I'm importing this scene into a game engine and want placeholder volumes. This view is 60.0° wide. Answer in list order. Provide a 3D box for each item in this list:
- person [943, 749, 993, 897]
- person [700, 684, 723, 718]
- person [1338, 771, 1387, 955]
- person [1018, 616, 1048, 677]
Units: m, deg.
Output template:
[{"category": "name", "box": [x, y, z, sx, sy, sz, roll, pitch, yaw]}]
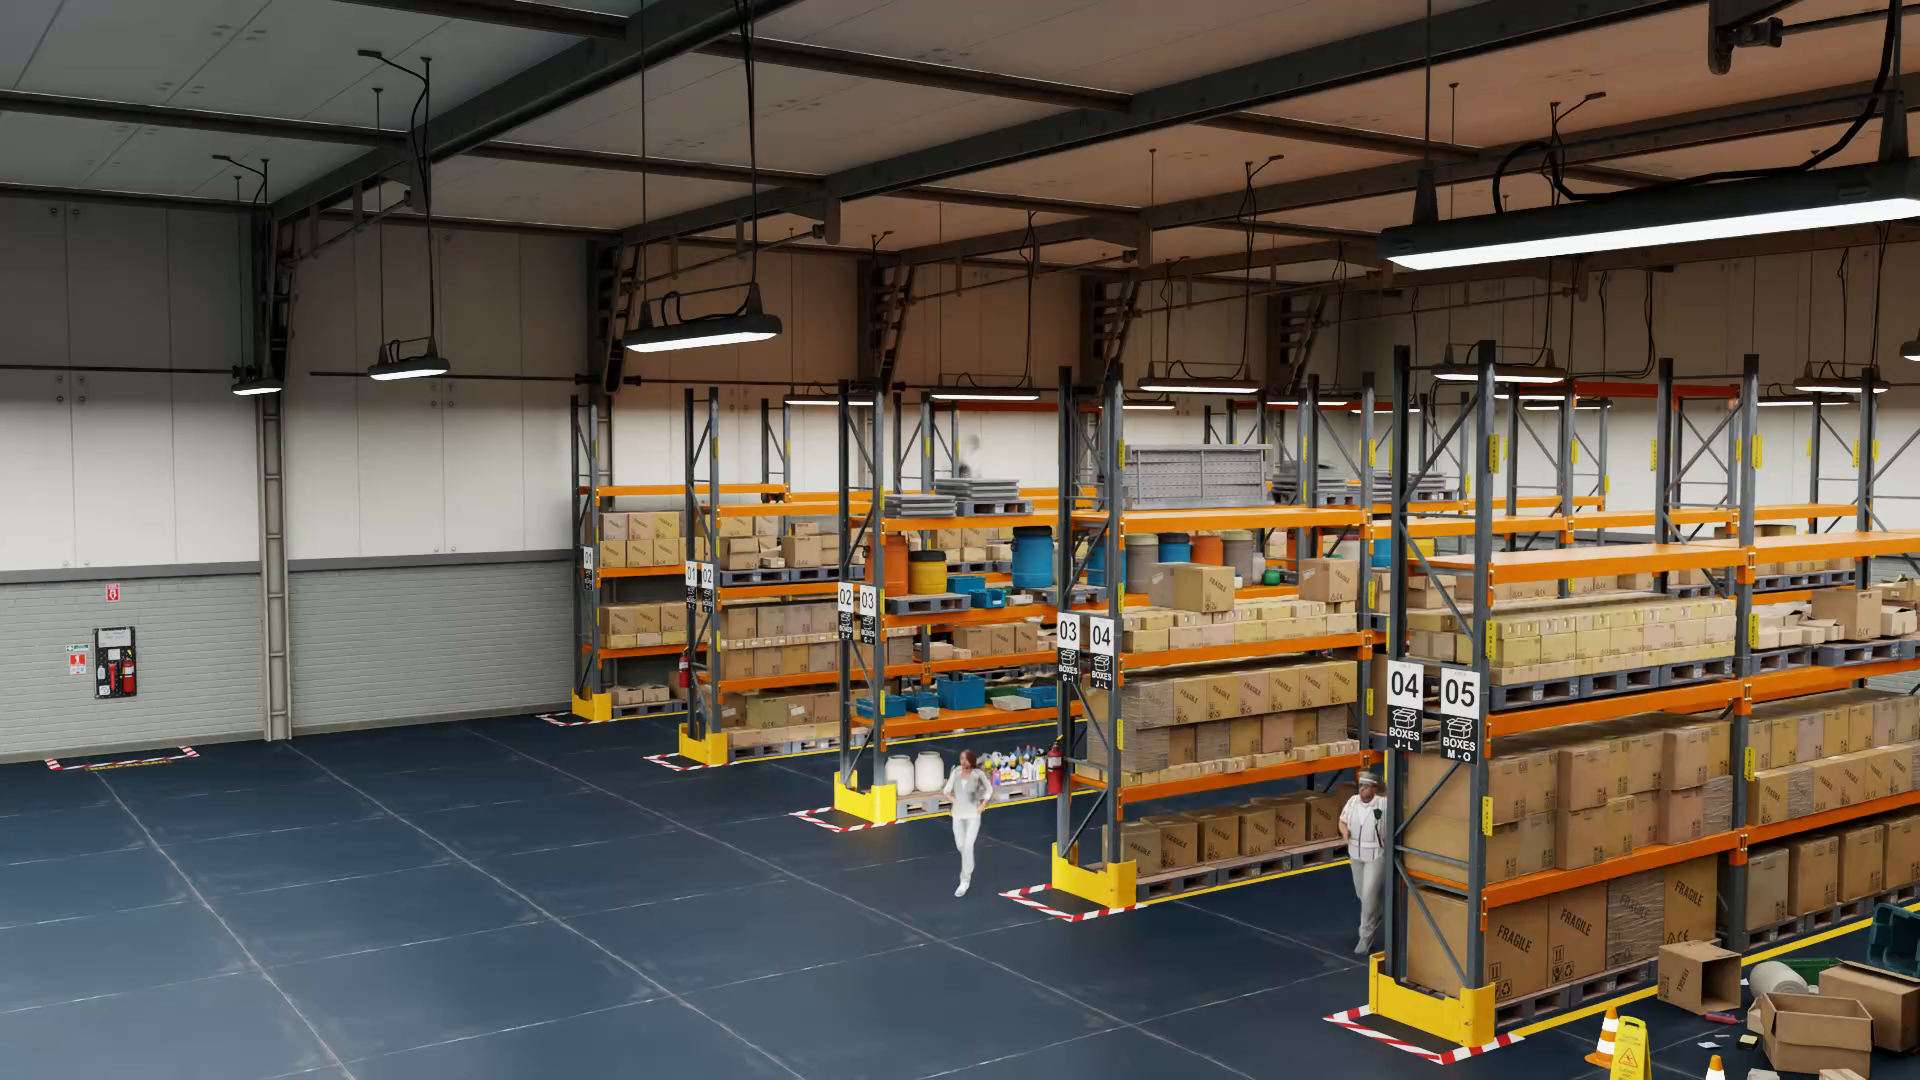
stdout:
[{"category": "person", "box": [0.068, 3.207, 19.119, 0.544, 1.626, 0.768, 1, 4, 23]}, {"category": "person", "box": [-4.218, 2.593, 28.640, 0.625, 1.658, 0.589, -3, 5, -42]}, {"category": "person", "box": [4.201, 3.258, 17.024, 0.683, 1.839, 0.831, 3, 5, 43]}, {"category": "person", "box": [1.461, 1.973, 33.842, 0.796, 1.894, 0.674, -3, 5, -44]}]
